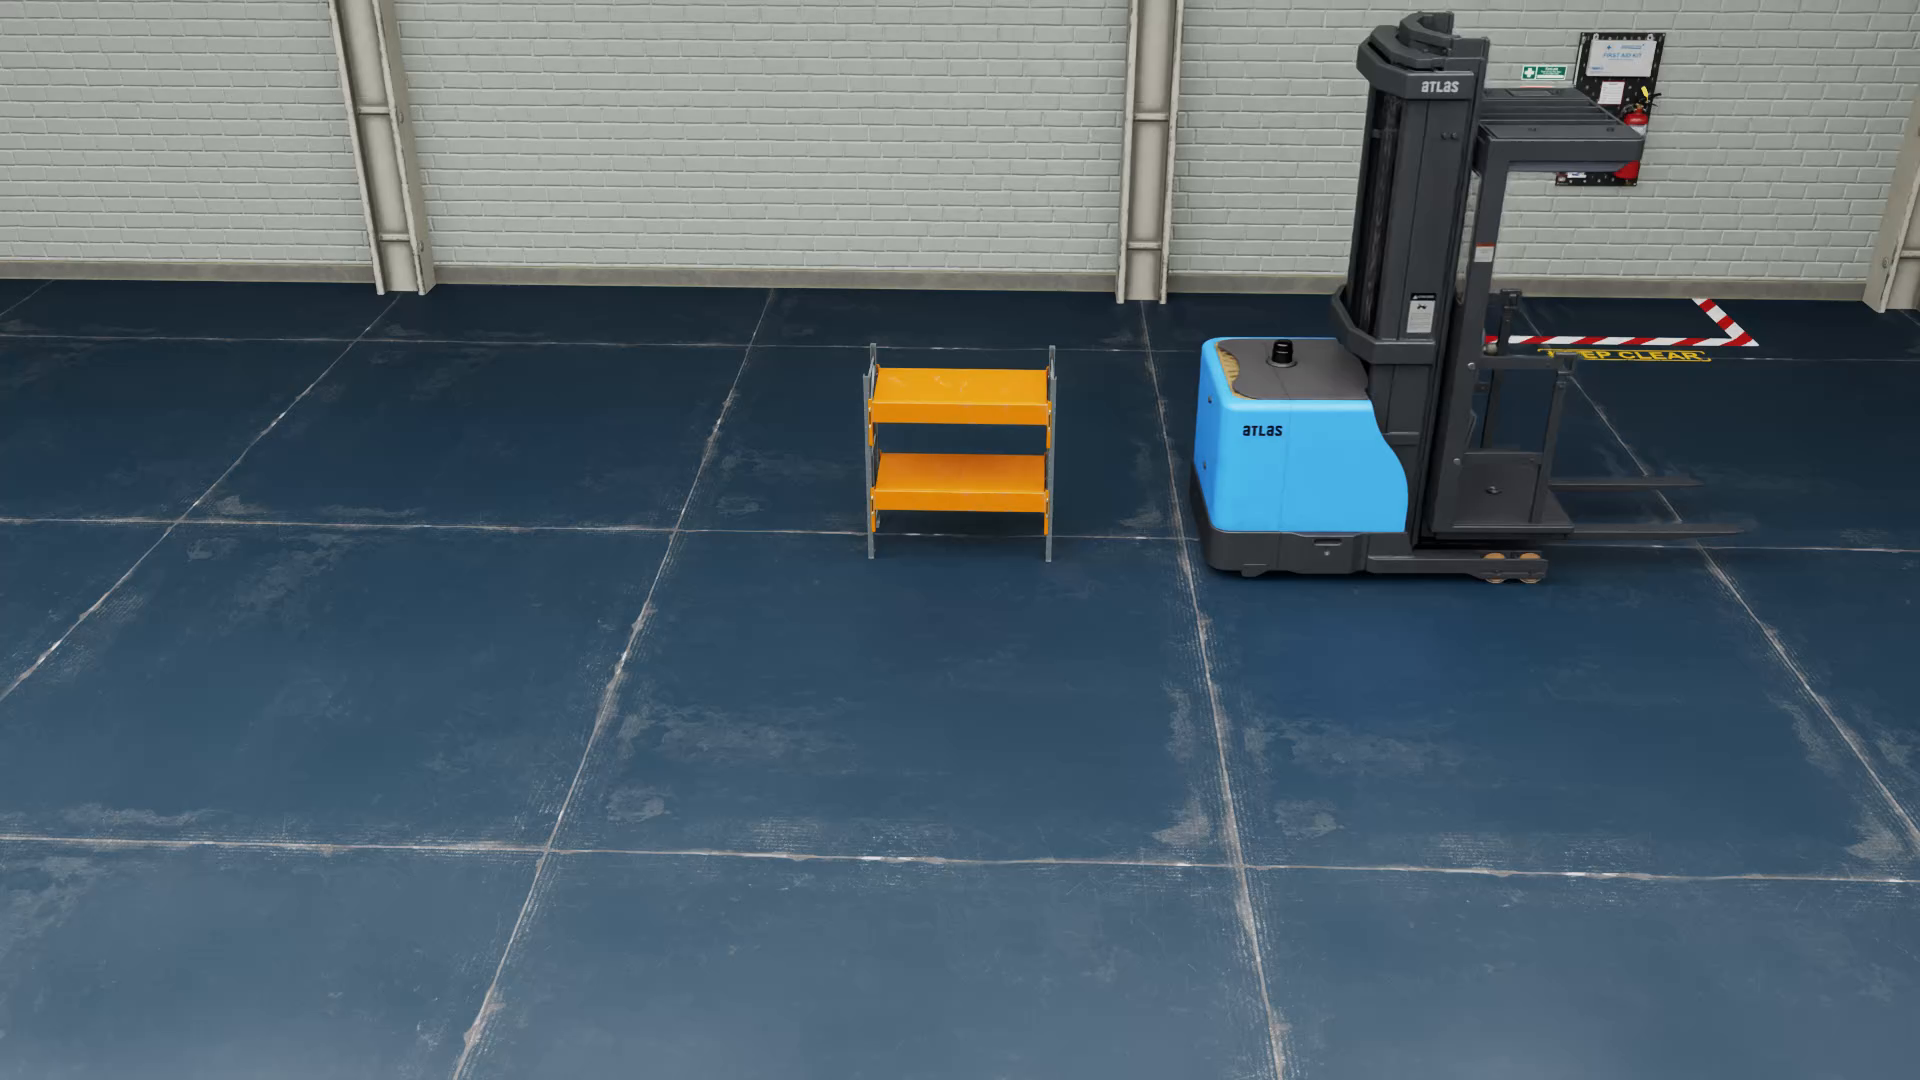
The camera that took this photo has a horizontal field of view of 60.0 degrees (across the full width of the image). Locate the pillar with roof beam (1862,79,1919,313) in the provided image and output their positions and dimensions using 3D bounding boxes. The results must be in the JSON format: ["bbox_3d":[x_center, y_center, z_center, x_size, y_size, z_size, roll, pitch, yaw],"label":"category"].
[{"bbox_3d":[7.305,-3.829,7.365,0.400,9.000,9.100,1,28,2],"label":"pillar with roof beam"}]

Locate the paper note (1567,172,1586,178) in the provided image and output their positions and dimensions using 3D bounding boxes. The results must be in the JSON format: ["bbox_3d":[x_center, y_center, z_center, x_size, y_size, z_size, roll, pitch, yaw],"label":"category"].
[{"bbox_3d":[4.814,-2.898,12.955,0.142,0.148,0.016,1,28,2],"label":"paper note"}]

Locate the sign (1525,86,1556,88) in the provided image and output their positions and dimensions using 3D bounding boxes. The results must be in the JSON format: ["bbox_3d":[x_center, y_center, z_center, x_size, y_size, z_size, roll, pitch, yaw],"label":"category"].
[{"bbox_3d":[4.440,-3.325,12.782,0.234,0.329,0.001,1,28,2],"label":"sign"}]

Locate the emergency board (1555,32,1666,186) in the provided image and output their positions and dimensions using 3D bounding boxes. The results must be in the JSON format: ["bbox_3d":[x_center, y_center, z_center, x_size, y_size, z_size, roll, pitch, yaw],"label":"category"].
[{"bbox_3d":[4.989,-3.252,12.682,0.643,1.169,0.194,1,28,2],"label":"emergency board"}]

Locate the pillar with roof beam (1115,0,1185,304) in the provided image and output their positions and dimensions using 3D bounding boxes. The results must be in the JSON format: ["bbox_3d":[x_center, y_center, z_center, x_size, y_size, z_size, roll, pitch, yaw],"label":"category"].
[{"bbox_3d":[1.309,-3.928,7.552,0.400,9.000,9.100,1,28,2],"label":"pillar with roof beam"}]

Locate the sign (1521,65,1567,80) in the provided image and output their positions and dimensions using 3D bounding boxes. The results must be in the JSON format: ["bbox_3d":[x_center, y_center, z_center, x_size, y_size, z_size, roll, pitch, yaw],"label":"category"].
[{"bbox_3d":[4.444,-3.555,12.650,0.331,0.109,0.001,1,28,2],"label":"sign"}]

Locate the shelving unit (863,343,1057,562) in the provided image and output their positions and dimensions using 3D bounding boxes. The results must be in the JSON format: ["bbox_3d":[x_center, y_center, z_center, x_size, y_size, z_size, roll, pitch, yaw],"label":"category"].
[{"bbox_3d":[0.007,-0.497,9.486,1.048,1.125,0.538,1,28,2],"label":"shelving unit"}]

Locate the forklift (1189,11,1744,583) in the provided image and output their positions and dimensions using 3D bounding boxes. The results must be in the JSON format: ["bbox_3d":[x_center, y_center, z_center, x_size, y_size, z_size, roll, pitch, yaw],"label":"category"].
[{"bbox_3d":[2.905,-1.304,9.080,3.031,2.935,1.130,0,28,0],"label":"forklift"}]

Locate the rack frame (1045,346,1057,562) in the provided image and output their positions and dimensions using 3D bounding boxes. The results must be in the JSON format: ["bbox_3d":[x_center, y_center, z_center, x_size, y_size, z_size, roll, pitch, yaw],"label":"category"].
[{"bbox_3d":[0.515,-0.488,9.470,0.032,1.125,0.500,1,28,2],"label":"rack frame"}]

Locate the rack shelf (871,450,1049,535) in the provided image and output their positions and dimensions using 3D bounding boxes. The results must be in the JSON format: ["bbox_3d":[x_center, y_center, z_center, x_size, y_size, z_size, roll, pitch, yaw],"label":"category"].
[{"bbox_3d":[0.007,-0.281,9.601,1.000,0.278,0.538,1,28,2],"label":"rack shelf"}]

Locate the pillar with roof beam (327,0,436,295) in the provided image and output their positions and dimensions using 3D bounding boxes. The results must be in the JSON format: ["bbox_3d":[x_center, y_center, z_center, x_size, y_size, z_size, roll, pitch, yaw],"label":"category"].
[{"bbox_3d":[-4.687,-4.027,7.739,0.400,9.000,9.100,1,28,2],"label":"pillar with roof beam"}]

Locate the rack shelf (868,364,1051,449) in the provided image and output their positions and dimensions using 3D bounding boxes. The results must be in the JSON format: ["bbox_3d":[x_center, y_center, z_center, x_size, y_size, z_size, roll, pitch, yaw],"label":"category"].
[{"bbox_3d":[0.007,-0.755,9.349,1.000,0.278,0.538,1,28,2],"label":"rack shelf"}]

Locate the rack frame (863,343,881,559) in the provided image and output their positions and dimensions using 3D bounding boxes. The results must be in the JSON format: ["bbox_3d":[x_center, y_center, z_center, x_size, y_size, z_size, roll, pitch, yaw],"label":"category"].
[{"bbox_3d":[-0.501,-0.505,9.502,0.032,1.125,0.500,1,28,2],"label":"rack frame"}]
